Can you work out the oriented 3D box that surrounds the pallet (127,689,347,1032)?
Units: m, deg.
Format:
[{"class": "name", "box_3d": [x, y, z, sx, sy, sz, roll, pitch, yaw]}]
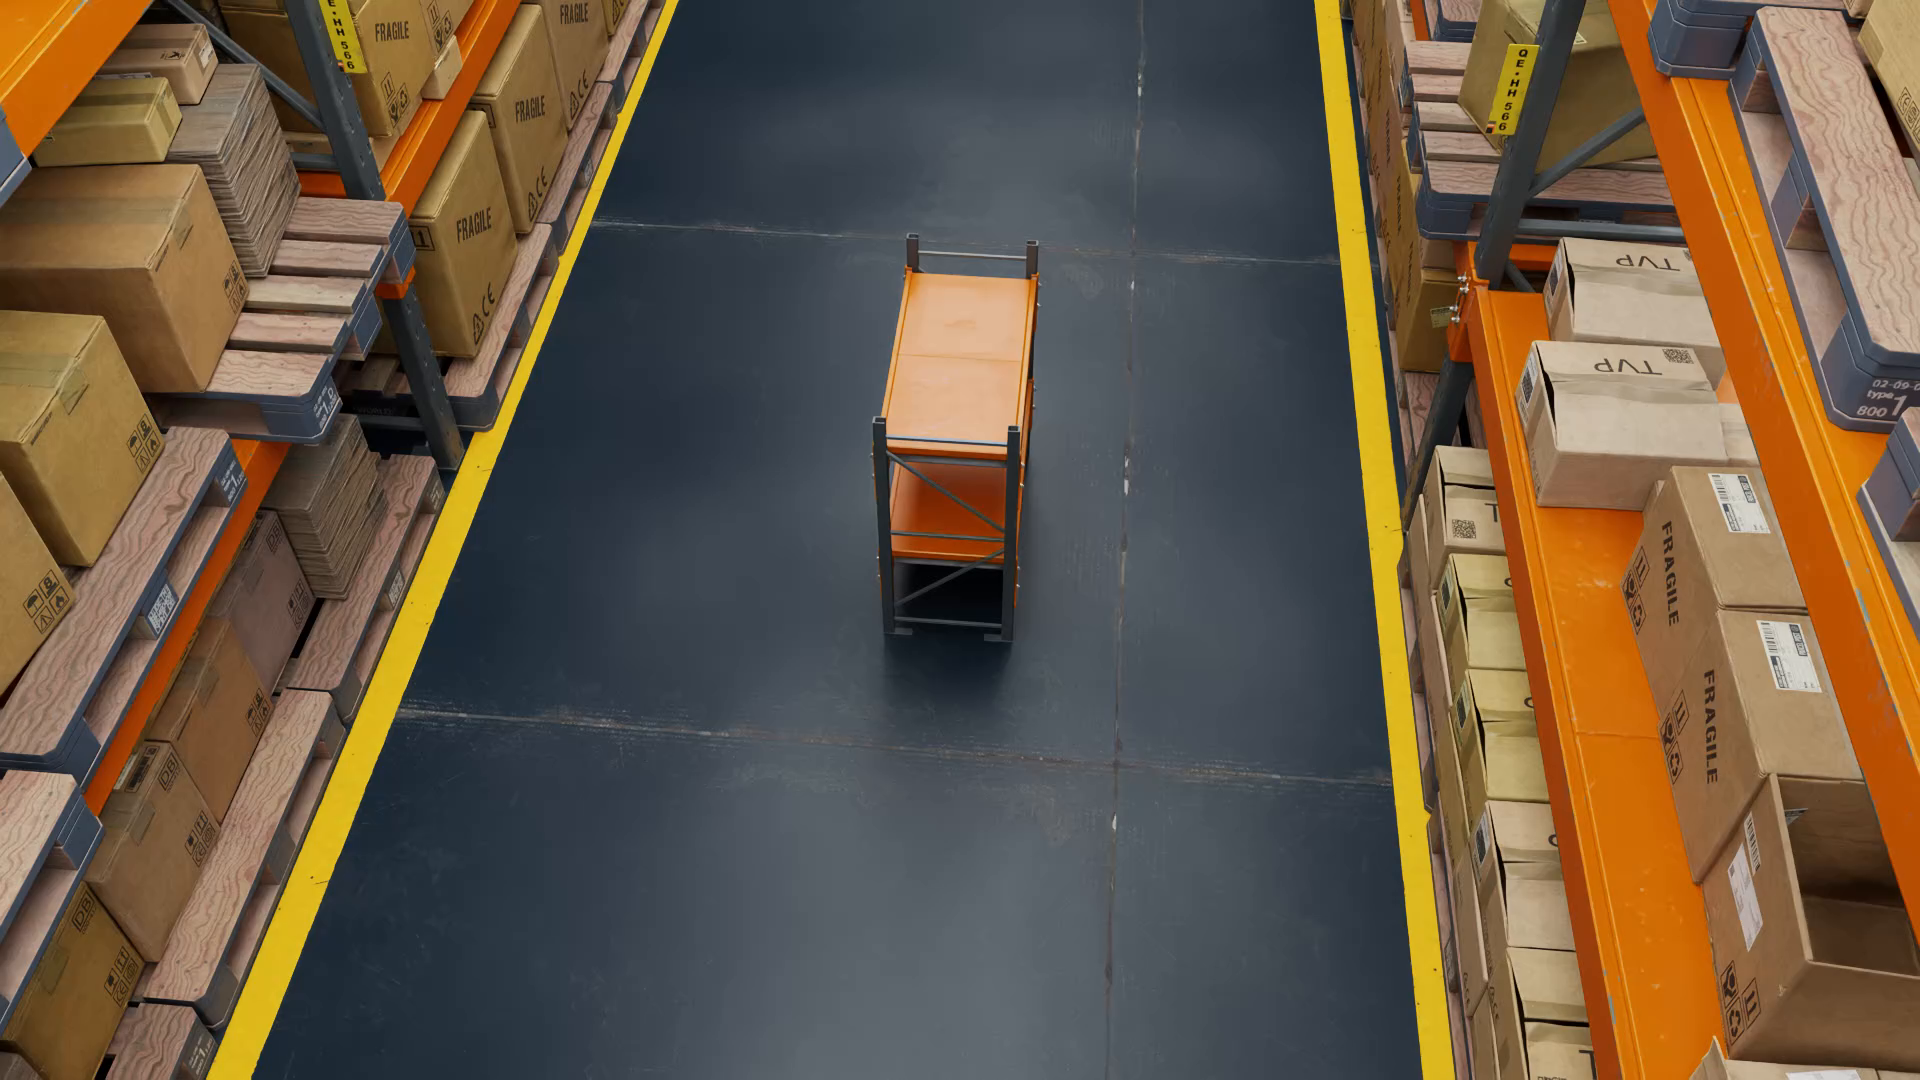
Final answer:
[{"class": "pallet", "box_3d": [-2.807, 1.032, 5.689, 1.003, 0.211, 1.213, 4, 48, 4]}]

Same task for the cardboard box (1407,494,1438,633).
[{"class": "cardboard box", "box_3d": [1.973, 0.104, 6.227, 0.500, 0.250, 0.500, 4, 48, 3]}]

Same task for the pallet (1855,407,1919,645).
[{"class": "pallet", "box_3d": [2.016, 0.295, 2.570, 0.805, 0.209, 1.217, 2, 48, 2]}]

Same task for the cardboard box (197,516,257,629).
[{"class": "cardboard box", "box_3d": [-2.748, 0.012, 5.620, 0.500, 0.250, 0.500, 5, 48, 4]}]

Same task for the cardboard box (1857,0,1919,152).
[{"class": "cardboard box", "box_3d": [2.234, -1.007, 3.449, 0.500, 0.250, 0.500, 3, 48, 3]}]

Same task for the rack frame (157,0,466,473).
[{"class": "rack frame", "box_3d": [-2.620, -1.377, 6.003, 1.000, 3.000, 0.127, 4, 48, 4]}]

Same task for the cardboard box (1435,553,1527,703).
[{"class": "cardboard box", "box_3d": [1.933, 0.302, 5.666, 0.500, 0.311, 0.500, 3, 48, 3]}]

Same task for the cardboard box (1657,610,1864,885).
[{"class": "cardboard box", "box_3d": [2.128, 0.540, 4.181, 0.500, 0.500, 0.500, 4, 48, 4]}]

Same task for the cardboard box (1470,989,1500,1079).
[{"class": "cardboard box", "box_3d": [1.792, 1.607, 4.852, 0.500, 0.250, 0.500, 5, 48, 4]}]

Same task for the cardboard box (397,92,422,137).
[{"class": "cardboard box", "box_3d": [-2.328, -1.710, 6.464, 0.380, 0.149, 0.250, 4, 48, 4]}]

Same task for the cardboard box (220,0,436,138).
[{"class": "cardboard box", "box_3d": [-2.321, -1.858, 6.160, 0.500, 0.500, 0.500, 5, 48, 5]}]

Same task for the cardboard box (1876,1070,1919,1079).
[{"class": "cardboard box", "box_3d": [2.233, 1.340, 3.688, 0.380, 0.149, 0.250, 4, 48, 4]}]

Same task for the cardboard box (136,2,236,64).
[{"class": "cardboard box", "box_3d": [-2.840, -1.883, 6.183, 0.500, 0.500, 0.500, 4, 48, 4]}]

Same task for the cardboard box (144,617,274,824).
[{"class": "cardboard box", "box_3d": [-2.814, 0.588, 5.601, 0.700, 0.500, 0.500, 4, 48, 3]}]

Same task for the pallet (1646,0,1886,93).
[{"class": "pallet", "box_3d": [2.340, -1.491, 4.202, 1.213, 0.211, 1.003, 6, 48, 5]}]

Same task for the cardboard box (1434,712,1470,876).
[{"class": "cardboard box", "box_3d": [1.886, 0.856, 5.539, 0.500, 0.250, 0.500, 3, 48, 2]}]

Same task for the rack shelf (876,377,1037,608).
[{"class": "rack shelf", "box_3d": [0.001, -0.220, 6.546, 0.538, 0.278, 1.000, 4, 48, 4]}]

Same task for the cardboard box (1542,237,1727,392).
[{"class": "cardboard box", "box_3d": [2.236, -0.753, 5.492, 0.500, 0.311, 0.500, 7, 48, 6]}]

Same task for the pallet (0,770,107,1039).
[{"class": "pallet", "box_3d": [-2.770, 1.075, 3.890, 1.003, 0.211, 1.213, 4, 48, 4]}]

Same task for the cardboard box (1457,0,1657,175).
[{"class": "cardboard box", "box_3d": [2.258, -1.693, 5.939, 0.700, 0.500, 0.500, -11, 48, -10]}]

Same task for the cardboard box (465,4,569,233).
[{"class": "cardboard box", "box_3d": [-2.337, -1.969, 7.716, 0.750, 0.750, 0.750, 4, 48, 3]}]

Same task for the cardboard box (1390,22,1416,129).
[{"class": "cardboard box", "box_3d": [2.254, -2.102, 7.553, 0.500, 0.250, 0.500, 3, 48, 3]}]

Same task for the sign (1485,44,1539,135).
[{"class": "sign", "box_3d": [1.772, -1.441, 5.330, 0.100, 0.325, 0.005, 4, 48, 4]}]

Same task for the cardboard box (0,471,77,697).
[{"class": "cardboard box", "box_3d": [-2.818, 0.112, 4.275, 0.700, 0.500, 0.500, 10, 48, 9]}]

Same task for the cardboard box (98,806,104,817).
[{"class": "cardboard box", "box_3d": [-2.854, 0.756, 4.940, 0.500, 0.250, 0.500, 3, 48, 2]}]

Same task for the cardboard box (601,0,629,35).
[{"class": "cardboard box", "box_3d": [-2.186, -3.247, 8.885, 0.750, 0.750, 0.750, 4, 48, 4]}]

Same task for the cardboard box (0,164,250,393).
[{"class": "cardboard box", "box_3d": [-2.677, -0.801, 5.110, 0.700, 0.500, 0.500, 0, 48, 0]}]

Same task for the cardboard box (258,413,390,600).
[{"class": "cardboard box", "box_3d": [-2.634, -0.150, 6.276, 0.700, 0.500, 0.500, 4, 48, 4]}]

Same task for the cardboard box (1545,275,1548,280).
[{"class": "cardboard box", "box_3d": [2.681, -1.052, 7.101, 0.500, 0.500, 0.500, 2, 48, 2]}]

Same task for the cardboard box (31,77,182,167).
[{"class": "cardboard box", "box_3d": [-2.637, -1.286, 5.114, 0.380, 0.149, 0.250, -3, 48, -3]}]

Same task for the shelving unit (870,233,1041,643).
[{"class": "shelving unit", "box_3d": [0.001, -0.385, 6.365, 0.538, 1.125, 1.048, 4, 48, 4]}]

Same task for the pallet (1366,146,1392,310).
[{"class": "pallet", "box_3d": [2.532, -1.546, 8.047, 1.003, 0.211, 1.213, 4, 48, 4]}]

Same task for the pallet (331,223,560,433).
[{"class": "pallet", "box_3d": [-2.474, -1.011, 7.557, 1.003, 0.211, 1.213, 4, 48, 4]}]

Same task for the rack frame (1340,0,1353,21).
[{"class": "rack frame", "box_3d": [2.678, -3.986, 8.389, 1.000, 3.000, 0.127, 4, 48, 4]}]

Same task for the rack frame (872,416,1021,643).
[{"class": "rack frame", "box_3d": [-0.046, -0.011, 6.024, 0.500, 1.125, 0.032, 4, 48, 4]}]

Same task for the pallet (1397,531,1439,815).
[{"class": "pallet", "box_3d": [2.199, 0.496, 6.179, 1.003, 0.211, 1.213, 4, 48, 4]}]

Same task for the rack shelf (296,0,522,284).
[{"class": "rack shelf", "box_3d": [-2.438, -2.604, 7.613, 1.077, 0.370, 4.000, 4, 48, 4]}]

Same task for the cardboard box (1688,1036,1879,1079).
[{"class": "cardboard box", "box_3d": [1.846, 1.279, 3.664, 0.396, 0.266, 0.258, 3, 48, 3]}]

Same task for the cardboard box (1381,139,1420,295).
[{"class": "cardboard box", "box_3d": [2.212, -1.435, 7.452, 0.500, 0.500, 0.500, 2, 48, 2]}]

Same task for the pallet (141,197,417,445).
[{"class": "pallet", "box_3d": [-2.579, -0.782, 5.588, 1.213, 0.211, 1.003, 4, 48, 4]}]

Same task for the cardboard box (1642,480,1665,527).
[{"class": "cardboard box", "box_3d": [2.253, -0.021, 4.933, 0.380, 0.149, 0.250, 7, 48, 6]}]

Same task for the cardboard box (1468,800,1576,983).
[{"class": "cardboard box", "box_3d": [1.838, 1.054, 4.978, 0.500, 0.311, 0.500, 3, 48, 3]}]

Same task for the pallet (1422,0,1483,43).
[{"class": "pallet", "box_3d": [2.486, -2.412, 7.079, 1.003, 0.211, 1.213, 4, 48, 4]}]

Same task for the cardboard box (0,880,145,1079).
[{"class": "cardboard box", "box_3d": [-2.937, 1.332, 4.921, 0.700, 0.500, 0.500, 3, 48, 3]}]

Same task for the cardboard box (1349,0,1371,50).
[{"class": "cardboard box", "box_3d": [2.391, -2.952, 8.839, 0.500, 0.500, 0.500, 2, 48, 2]}]

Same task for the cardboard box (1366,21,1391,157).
[{"class": "cardboard box", "box_3d": [2.300, -2.193, 8.145, 0.500, 0.500, 0.500, 4, 48, 4]}]

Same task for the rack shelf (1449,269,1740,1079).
[{"class": "rack shelf", "box_3d": [2.131, 0.665, 4.622, 1.077, 0.370, 4.000, 4, 48, 4]}]

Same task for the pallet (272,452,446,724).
[{"class": "pallet", "box_3d": [-2.693, 0.138, 6.507, 1.003, 0.211, 1.213, 4, 48, 4]}]
